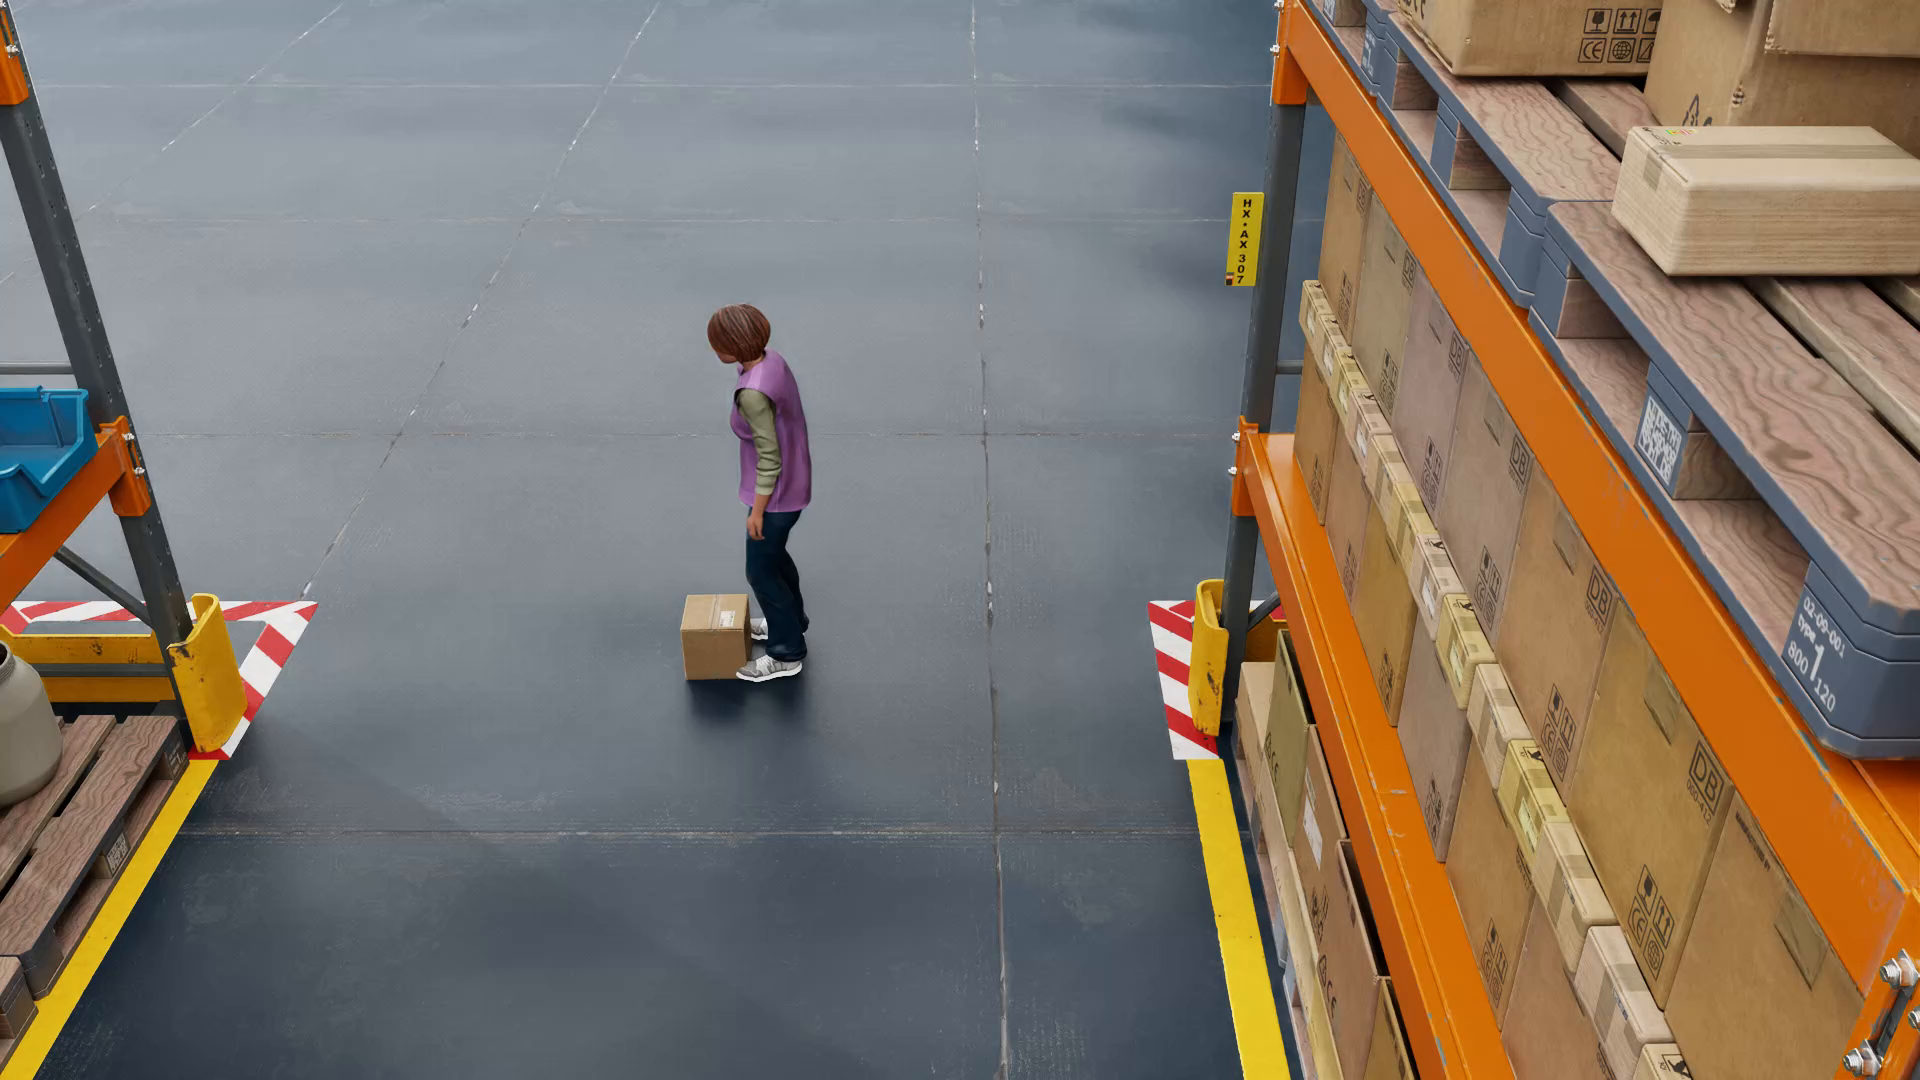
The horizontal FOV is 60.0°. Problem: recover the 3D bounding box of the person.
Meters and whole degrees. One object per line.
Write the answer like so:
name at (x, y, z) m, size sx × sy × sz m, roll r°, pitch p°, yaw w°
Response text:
person at (-0.744, -0.183, 6.440) m, size 0.347 × 1.591 × 0.459 m, roll 0°, pitch 32°, yaw 0°
